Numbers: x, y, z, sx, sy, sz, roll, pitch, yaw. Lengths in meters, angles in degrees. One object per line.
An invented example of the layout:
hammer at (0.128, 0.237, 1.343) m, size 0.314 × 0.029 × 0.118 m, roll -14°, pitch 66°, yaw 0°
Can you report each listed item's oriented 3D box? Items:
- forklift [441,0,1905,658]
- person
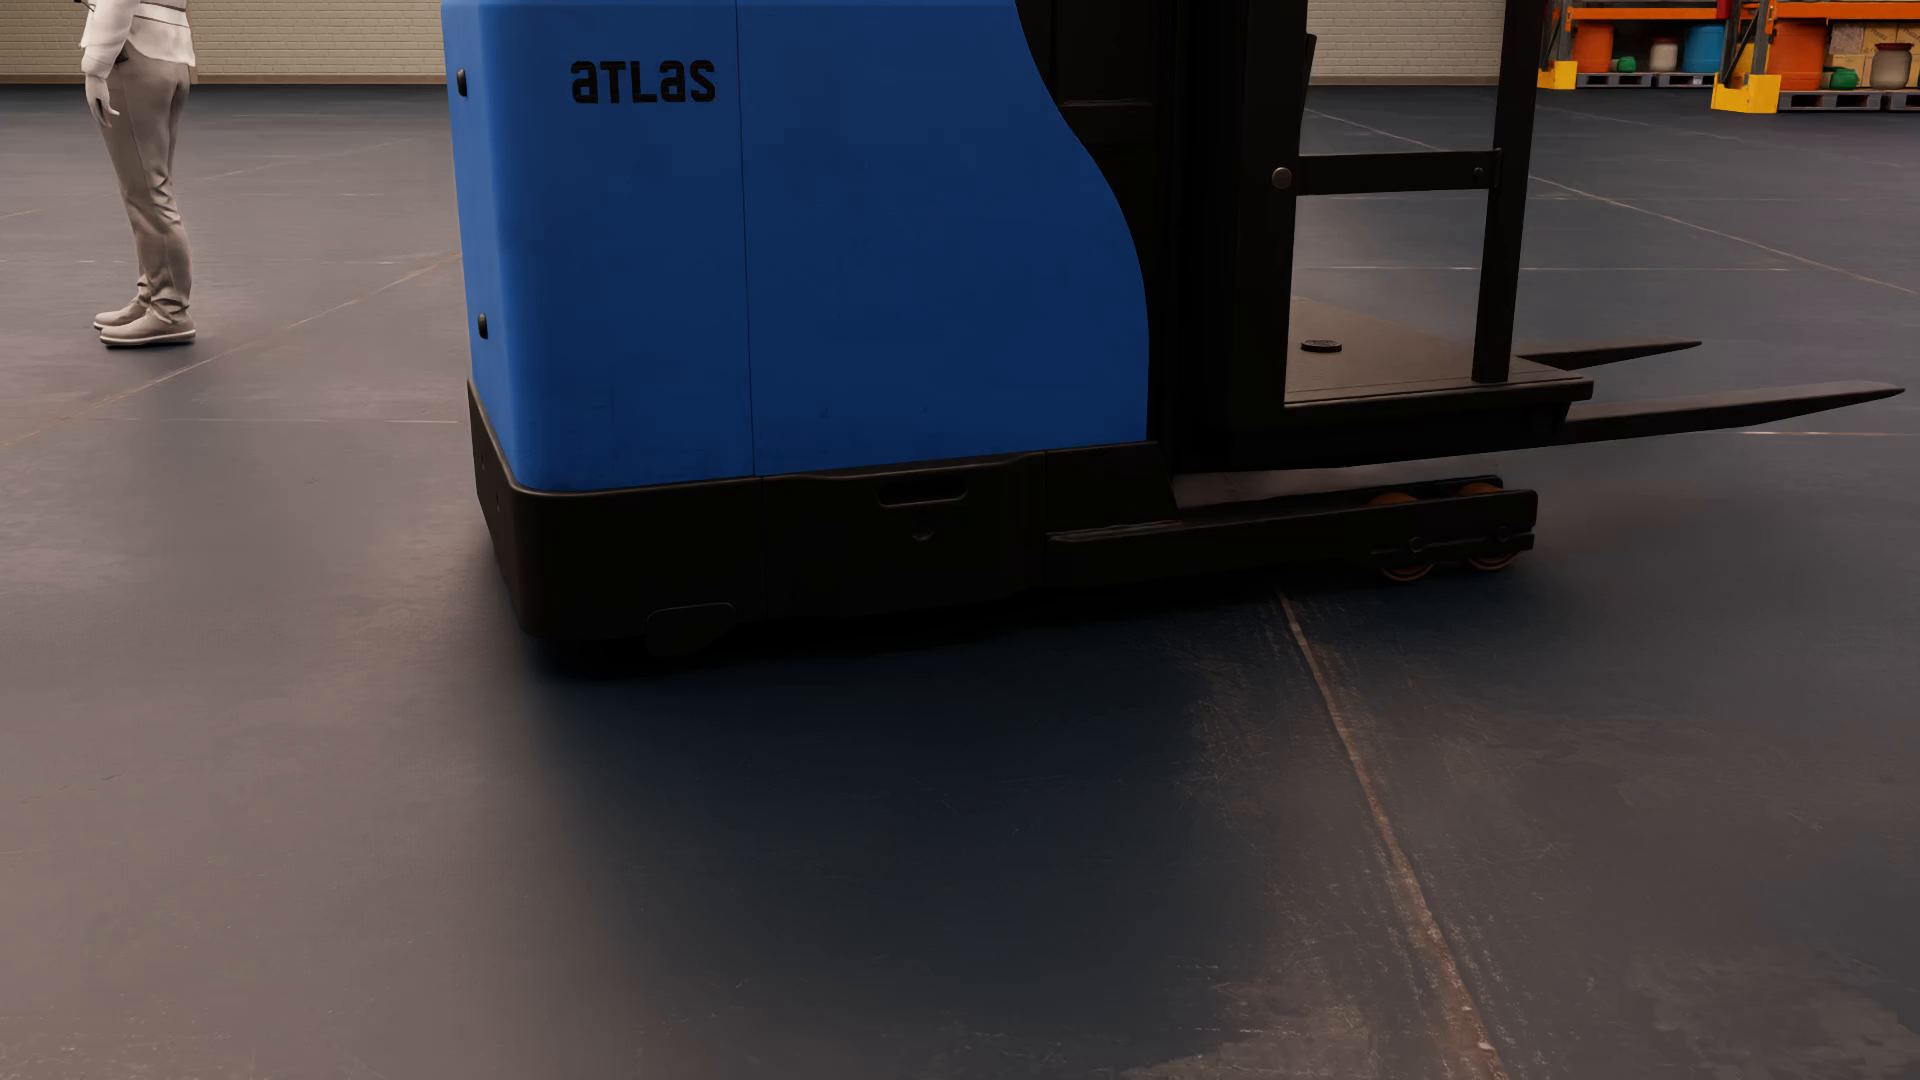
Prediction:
forklift at (0.571, -1.462, 3.137) m, size 3.031 × 2.935 × 1.130 m, roll -6°, pitch 18°, yaw -19°
person at (-2.634, -1.461, 5.194) m, size 0.533 × 1.696 × 0.588 m, roll -2°, pitch 17°, yaw -7°
